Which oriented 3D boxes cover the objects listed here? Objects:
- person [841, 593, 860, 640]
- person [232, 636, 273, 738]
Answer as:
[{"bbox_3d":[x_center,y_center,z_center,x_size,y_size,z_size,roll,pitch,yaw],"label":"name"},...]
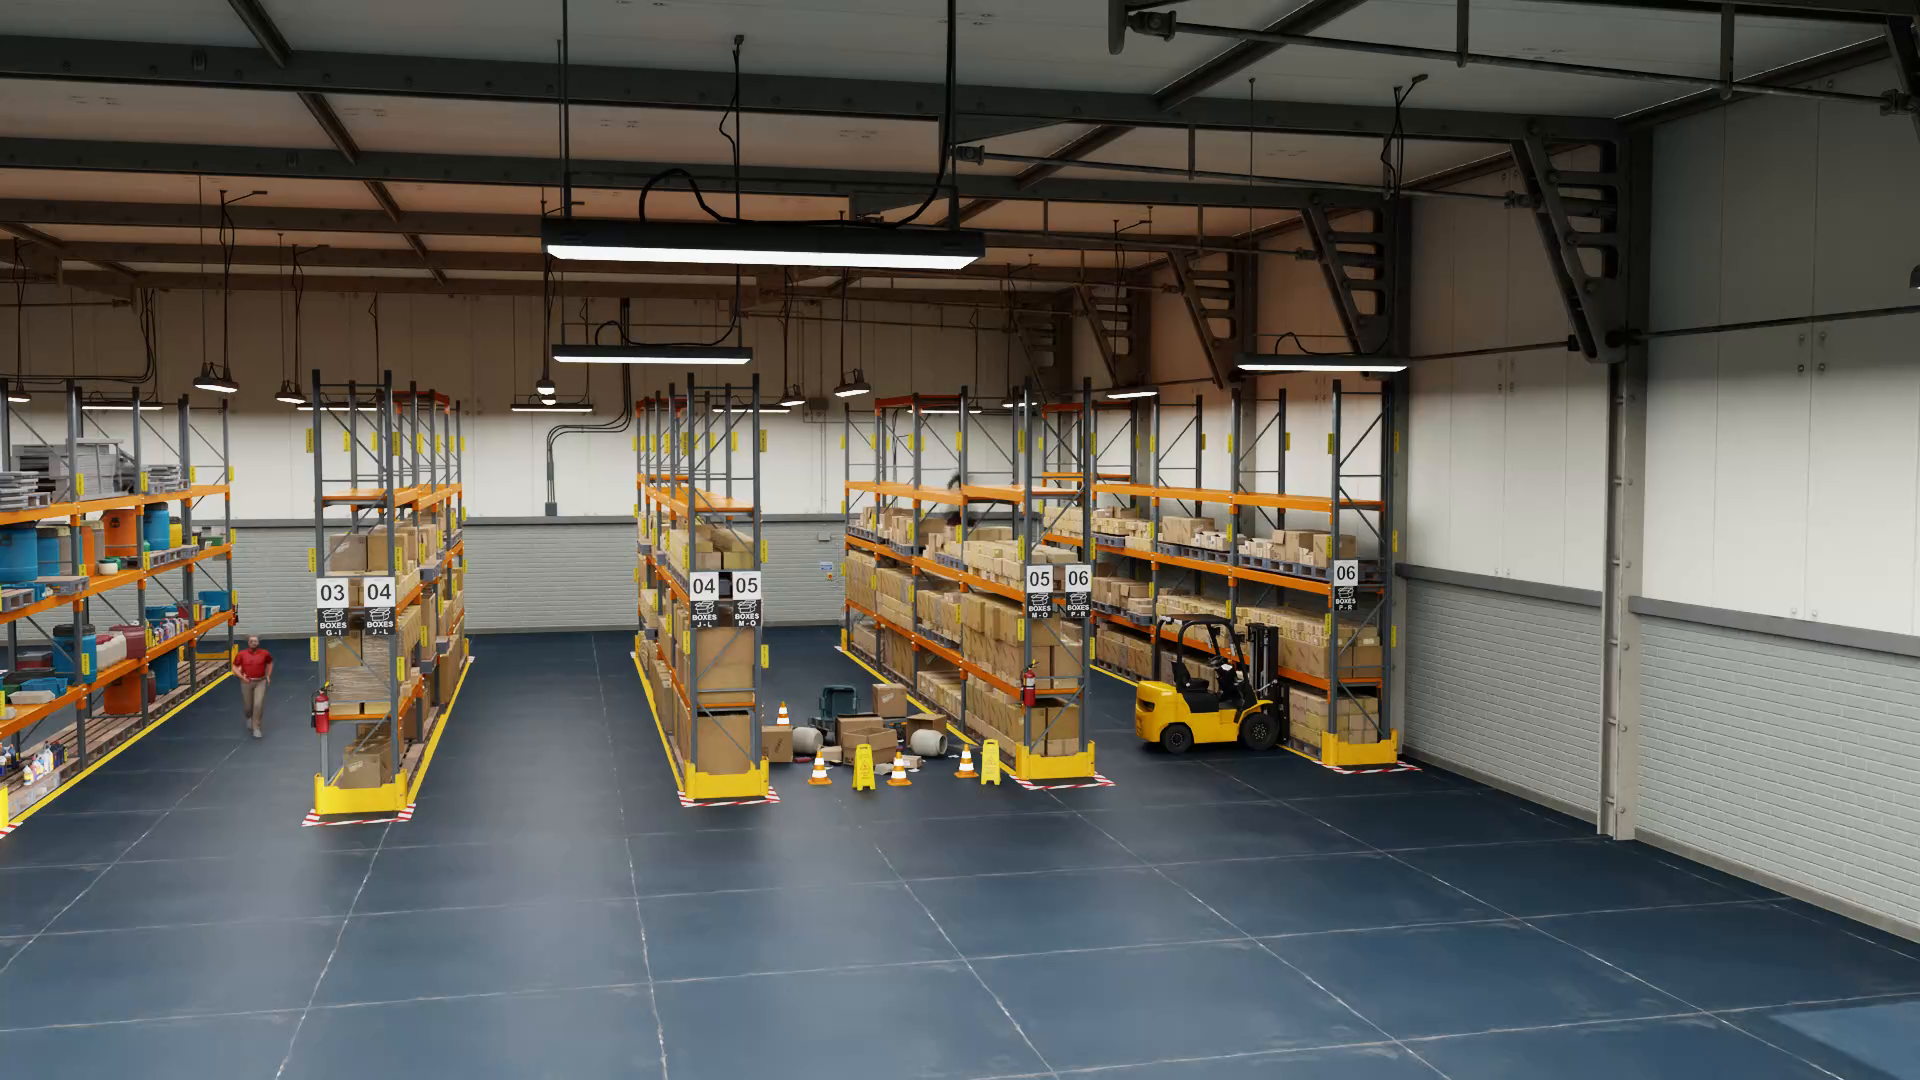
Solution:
[{"bbox_3d":[-2.712,1.750,41.723,0.728,1.714,0.782,1,3,17],"label":"person"},{"bbox_3d":[-12.190,2.504,28.682,0.666,1.718,0.841,-2,4,-25],"label":"person"}]
